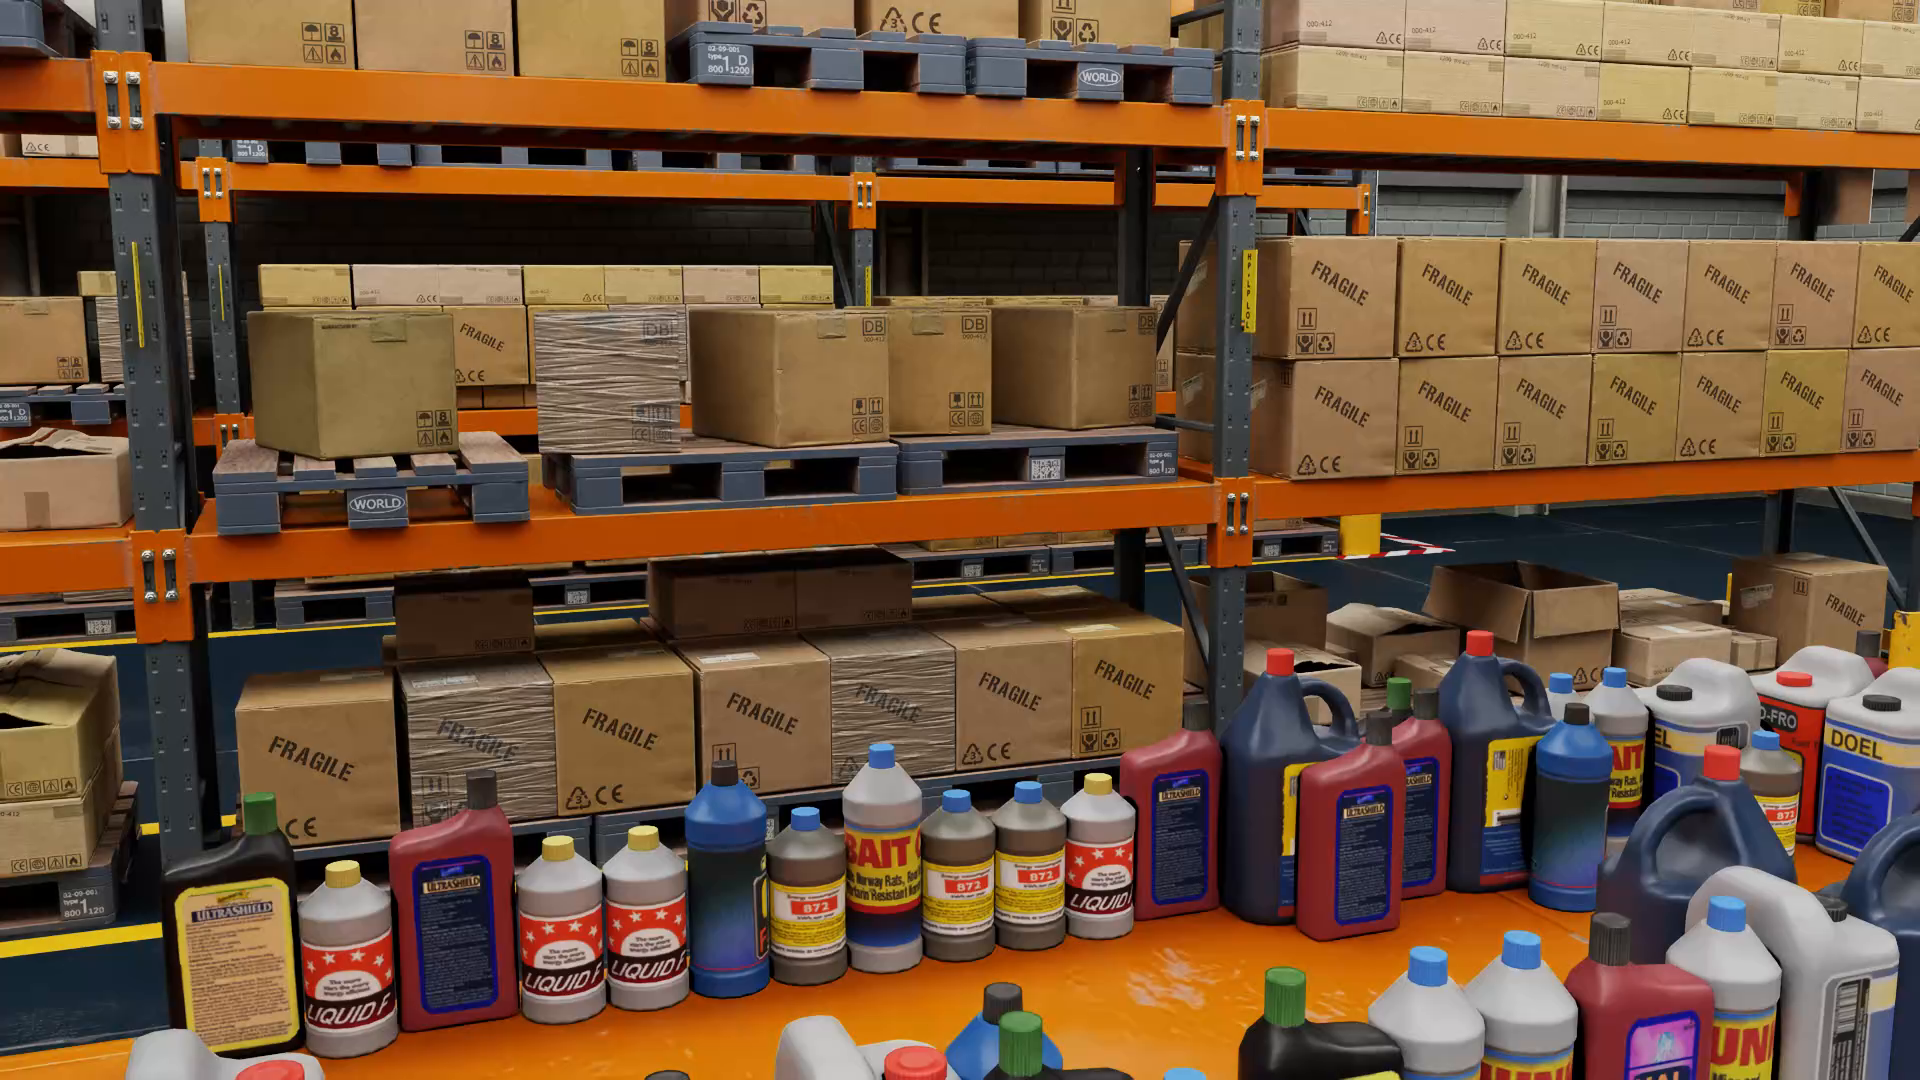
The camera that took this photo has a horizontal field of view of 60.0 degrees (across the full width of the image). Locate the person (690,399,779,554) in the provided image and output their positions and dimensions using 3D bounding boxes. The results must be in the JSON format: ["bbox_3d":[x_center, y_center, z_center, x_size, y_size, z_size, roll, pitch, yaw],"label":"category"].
[{"bbox_3d":[-1.144,-0.065,8.544,0.469,1.598,0.523,-4,10,-24],"label":"person"}]
